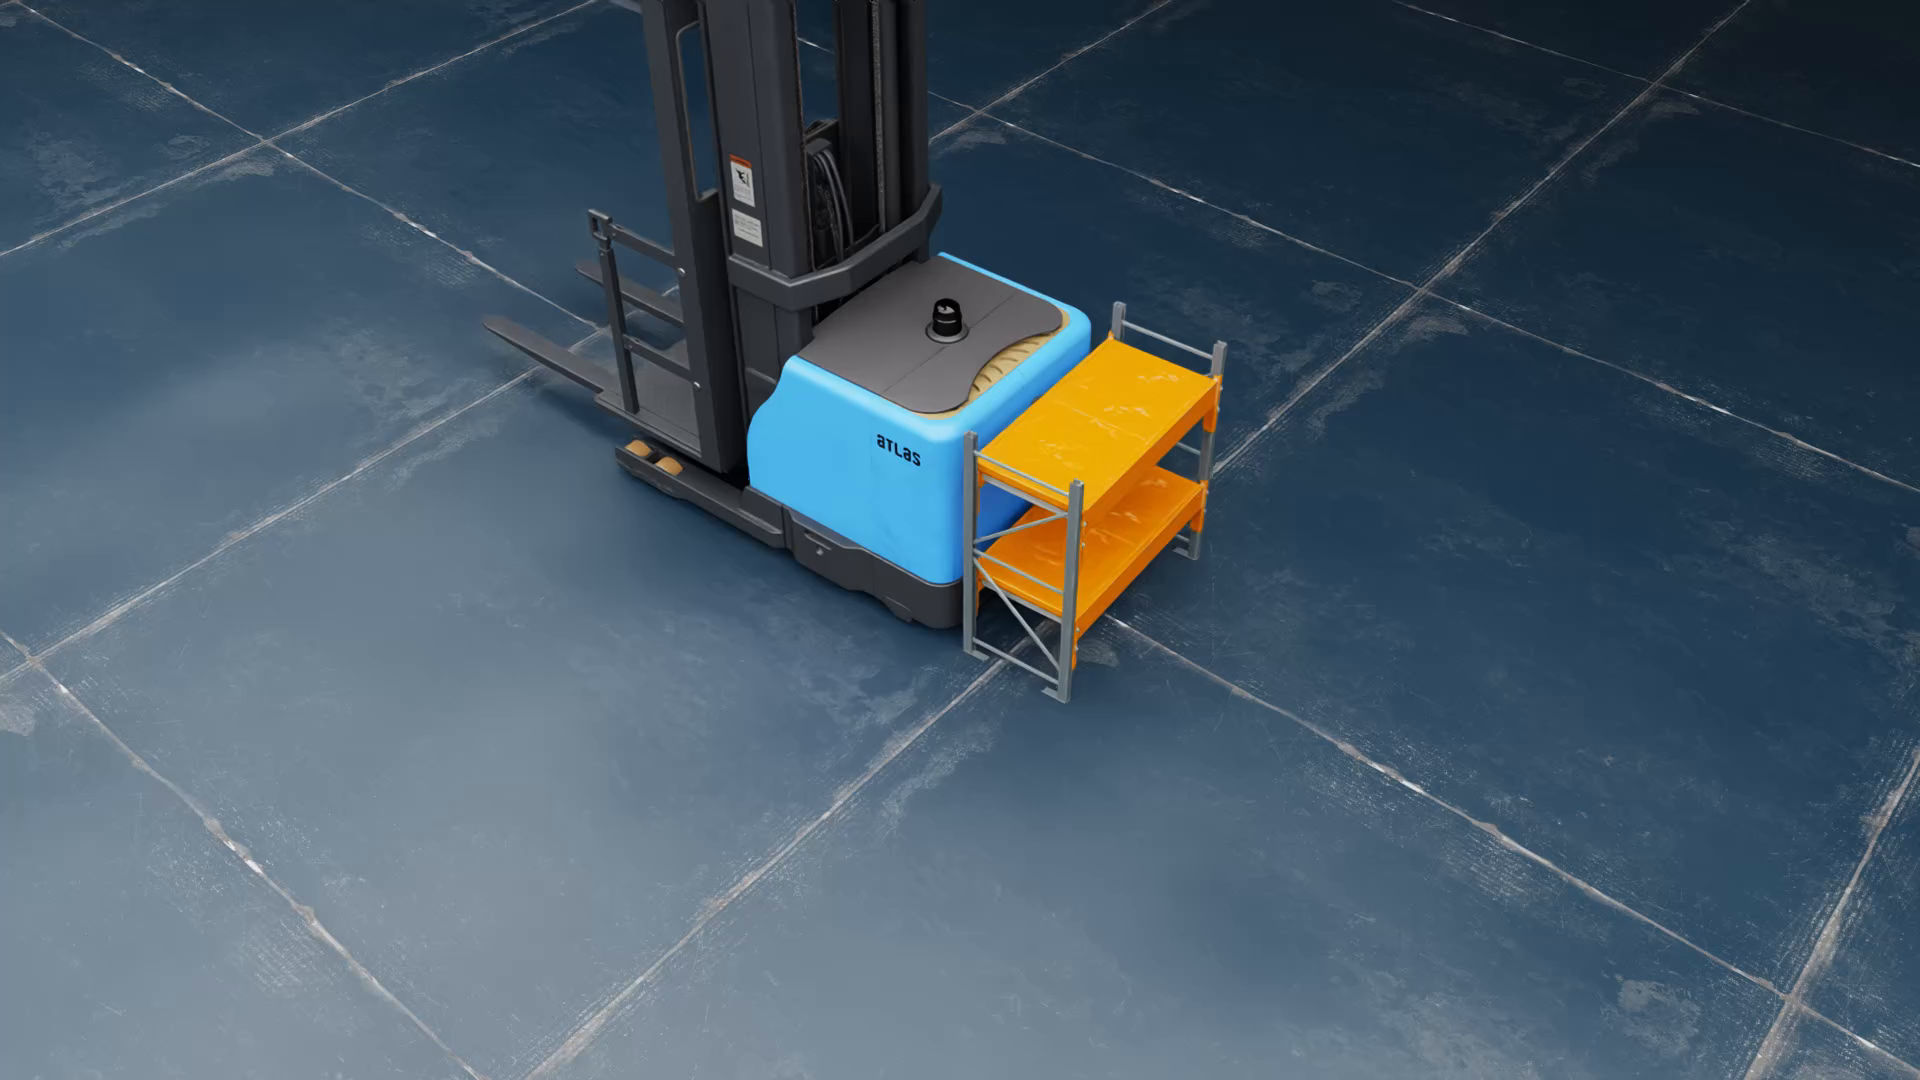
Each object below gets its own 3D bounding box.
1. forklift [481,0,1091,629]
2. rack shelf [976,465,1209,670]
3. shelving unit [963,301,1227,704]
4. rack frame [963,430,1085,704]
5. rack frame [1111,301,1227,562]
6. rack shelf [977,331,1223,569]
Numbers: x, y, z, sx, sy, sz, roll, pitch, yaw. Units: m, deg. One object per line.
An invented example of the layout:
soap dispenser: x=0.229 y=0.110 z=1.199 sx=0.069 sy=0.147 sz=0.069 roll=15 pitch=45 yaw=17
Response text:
forklift: x=-0.933 y=-1.543 z=6.768 sx=3.031 sy=2.935 sz=1.130 roll=27 pitch=49 yaw=27
rack shelf: x=0.522 y=0.028 z=6.747 sx=0.538 sy=0.278 sz=1.000 roll=26 pitch=48 yaw=26
shelving unit: x=0.522 y=-0.153 z=6.582 sx=0.538 sy=1.125 sz=1.048 roll=26 pitch=48 yaw=26
rack frame: x=0.224 y=0.124 z=6.278 sx=0.500 sy=1.125 sz=0.032 roll=26 pitch=48 yaw=26
rack frame: x=0.820 y=-0.430 z=6.887 sx=0.500 sy=1.125 sz=0.032 roll=26 pitch=48 yaw=26
rack shelf: x=0.522 y=-0.370 z=6.385 sx=0.538 sy=0.278 sz=1.000 roll=26 pitch=48 yaw=26
